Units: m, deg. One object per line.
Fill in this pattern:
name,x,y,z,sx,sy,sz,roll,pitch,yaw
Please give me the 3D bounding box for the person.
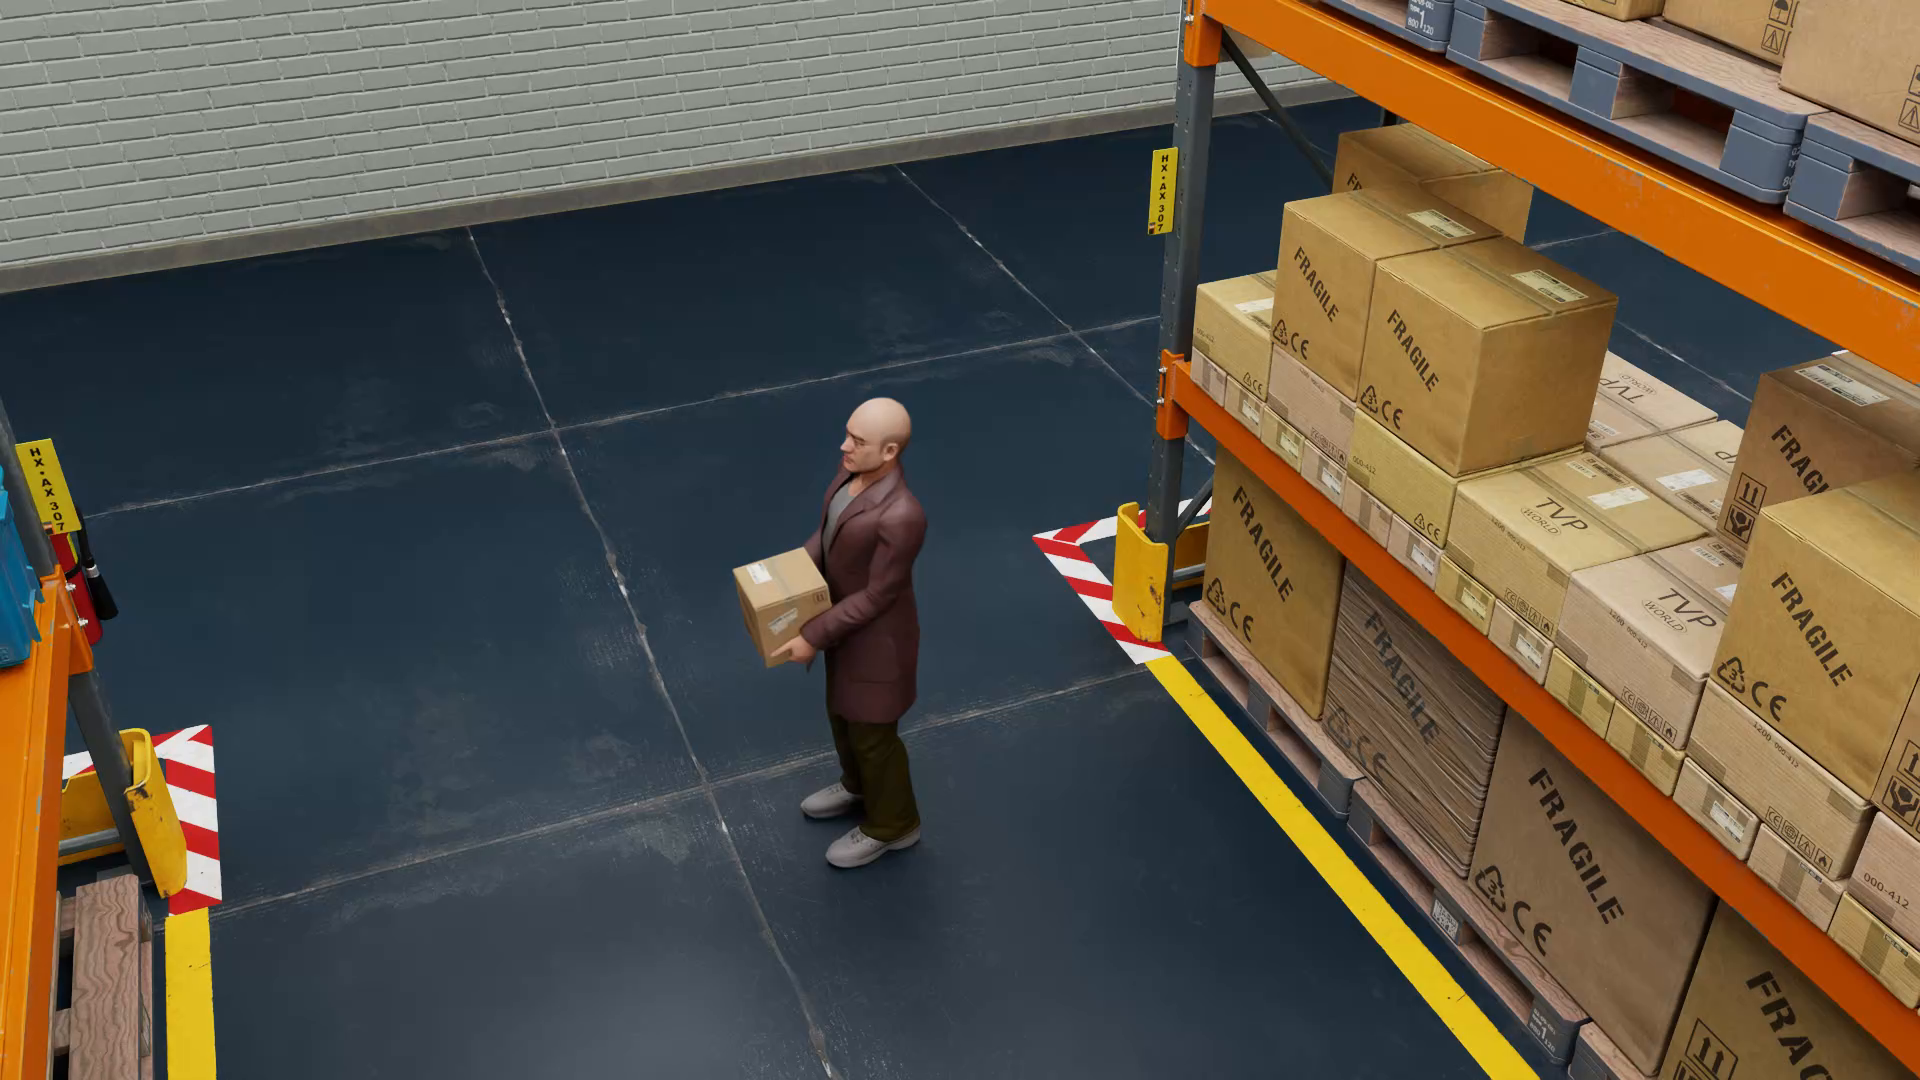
person,-0.411,0.336,5.637,0.554,1.774,0.533,-13,35,-19
